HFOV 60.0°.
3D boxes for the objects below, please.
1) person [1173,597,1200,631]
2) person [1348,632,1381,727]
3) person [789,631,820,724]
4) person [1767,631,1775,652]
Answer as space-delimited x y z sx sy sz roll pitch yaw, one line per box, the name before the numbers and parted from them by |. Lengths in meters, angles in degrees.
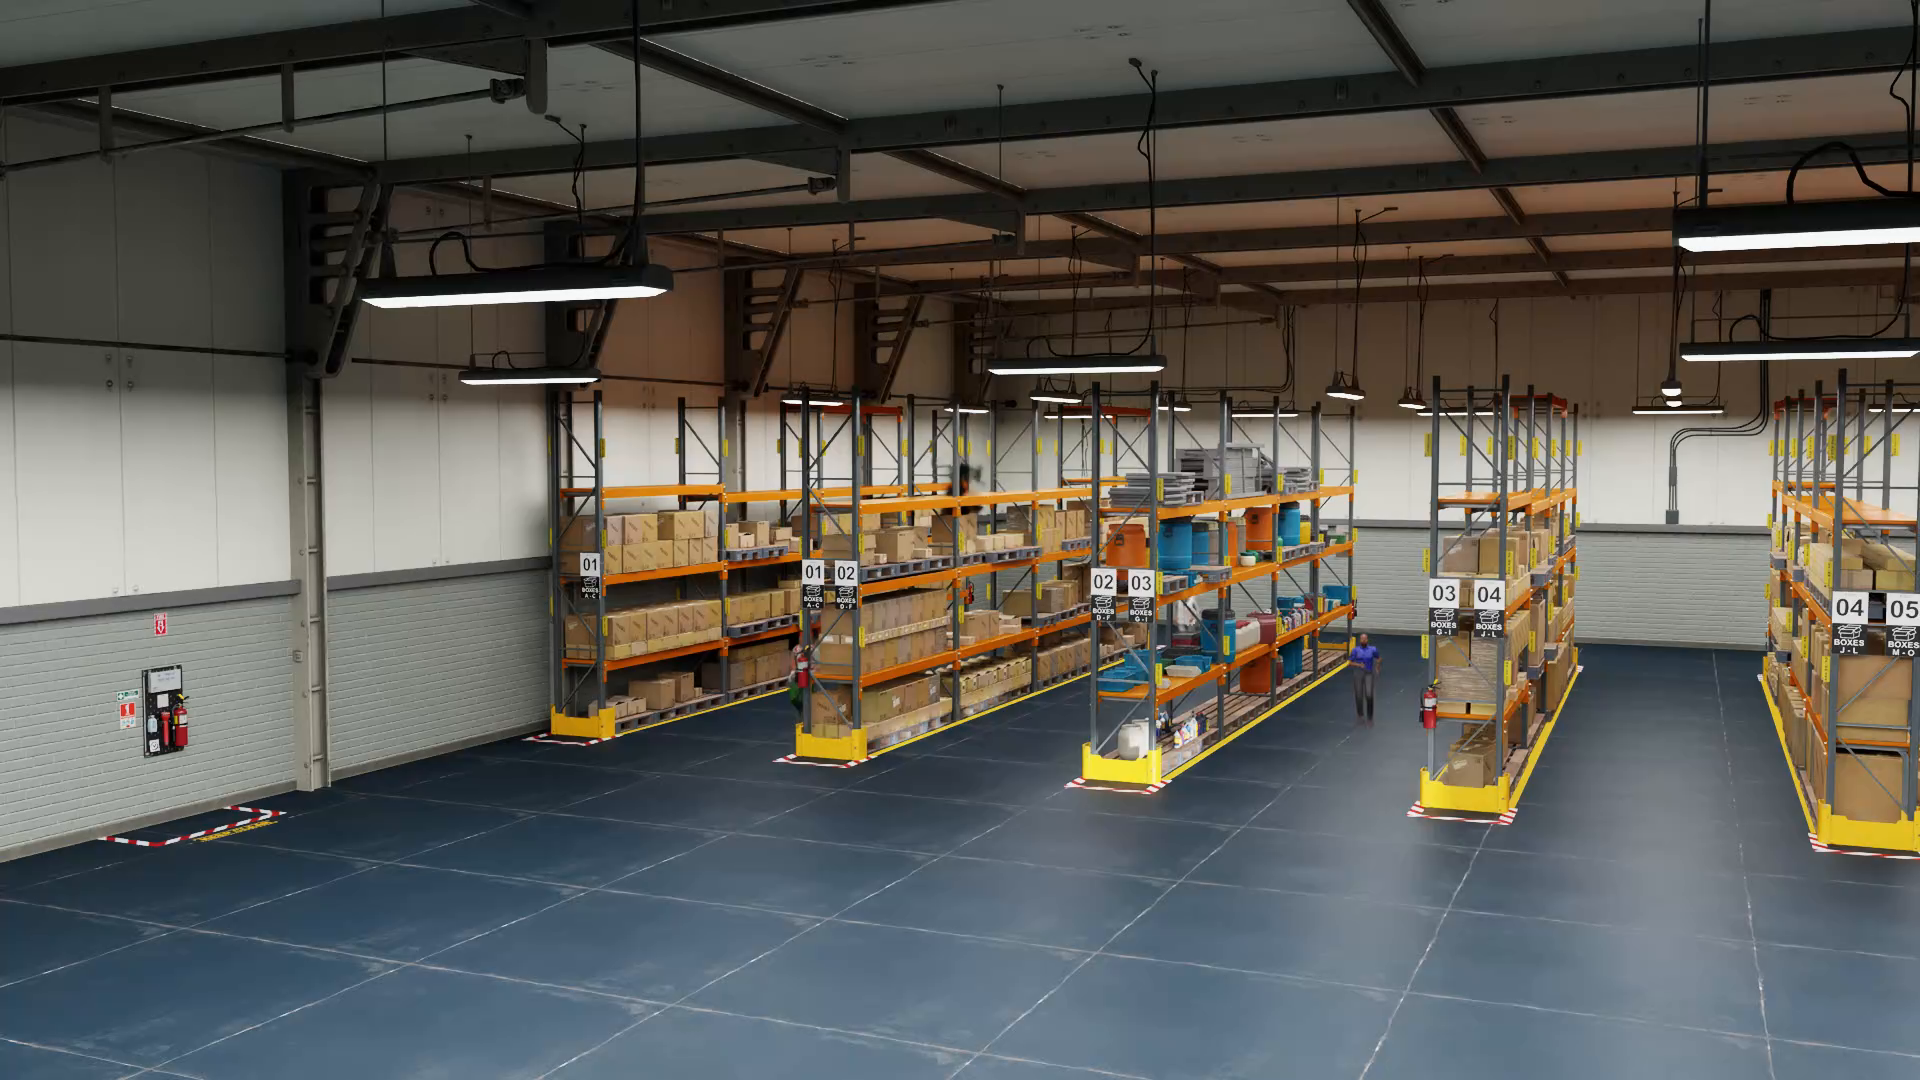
person | 5.333 1.969 39.260 0.674 1.757 0.700 1 3 20
person | 7.302 2.522 30.049 0.564 1.703 0.720 1 3 16
person | -2.777 2.479 29.572 0.668 1.749 0.583 1 3 19
person | 18.208 2.102 37.000 0.740 1.694 0.547 -3 4 -45
